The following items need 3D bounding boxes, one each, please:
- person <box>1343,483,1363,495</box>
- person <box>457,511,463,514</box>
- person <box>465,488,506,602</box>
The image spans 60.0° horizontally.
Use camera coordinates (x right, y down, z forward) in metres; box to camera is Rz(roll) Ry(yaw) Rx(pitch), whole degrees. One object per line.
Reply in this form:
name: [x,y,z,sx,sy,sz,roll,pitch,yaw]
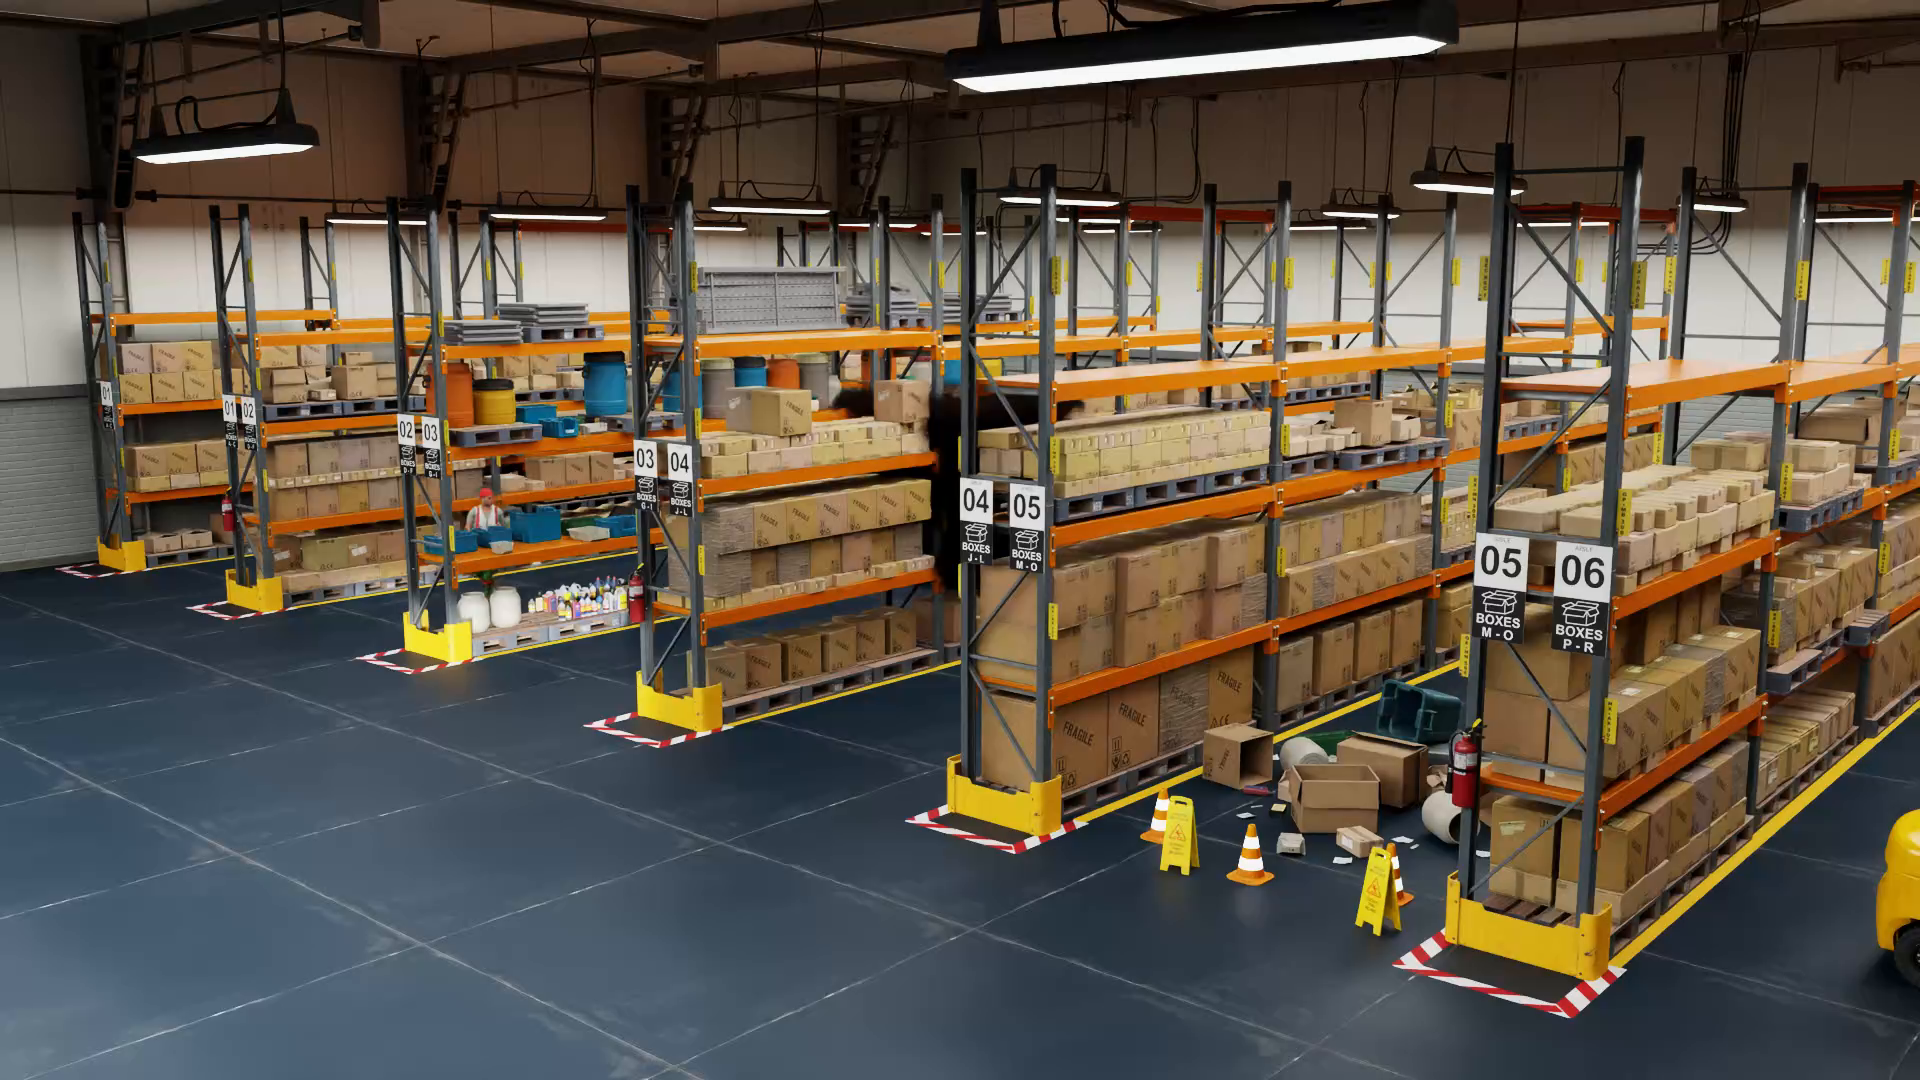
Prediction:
person: [6.483,-0.180,27.059,0.570,1.790,0.555,-4,10,-21]
person: [-9.301,-0.728,30.545,0.715,1.833,0.662,0,9,3]
person: [-7.311,0.060,25.679,0.602,1.741,0.724,0,9,-2]
